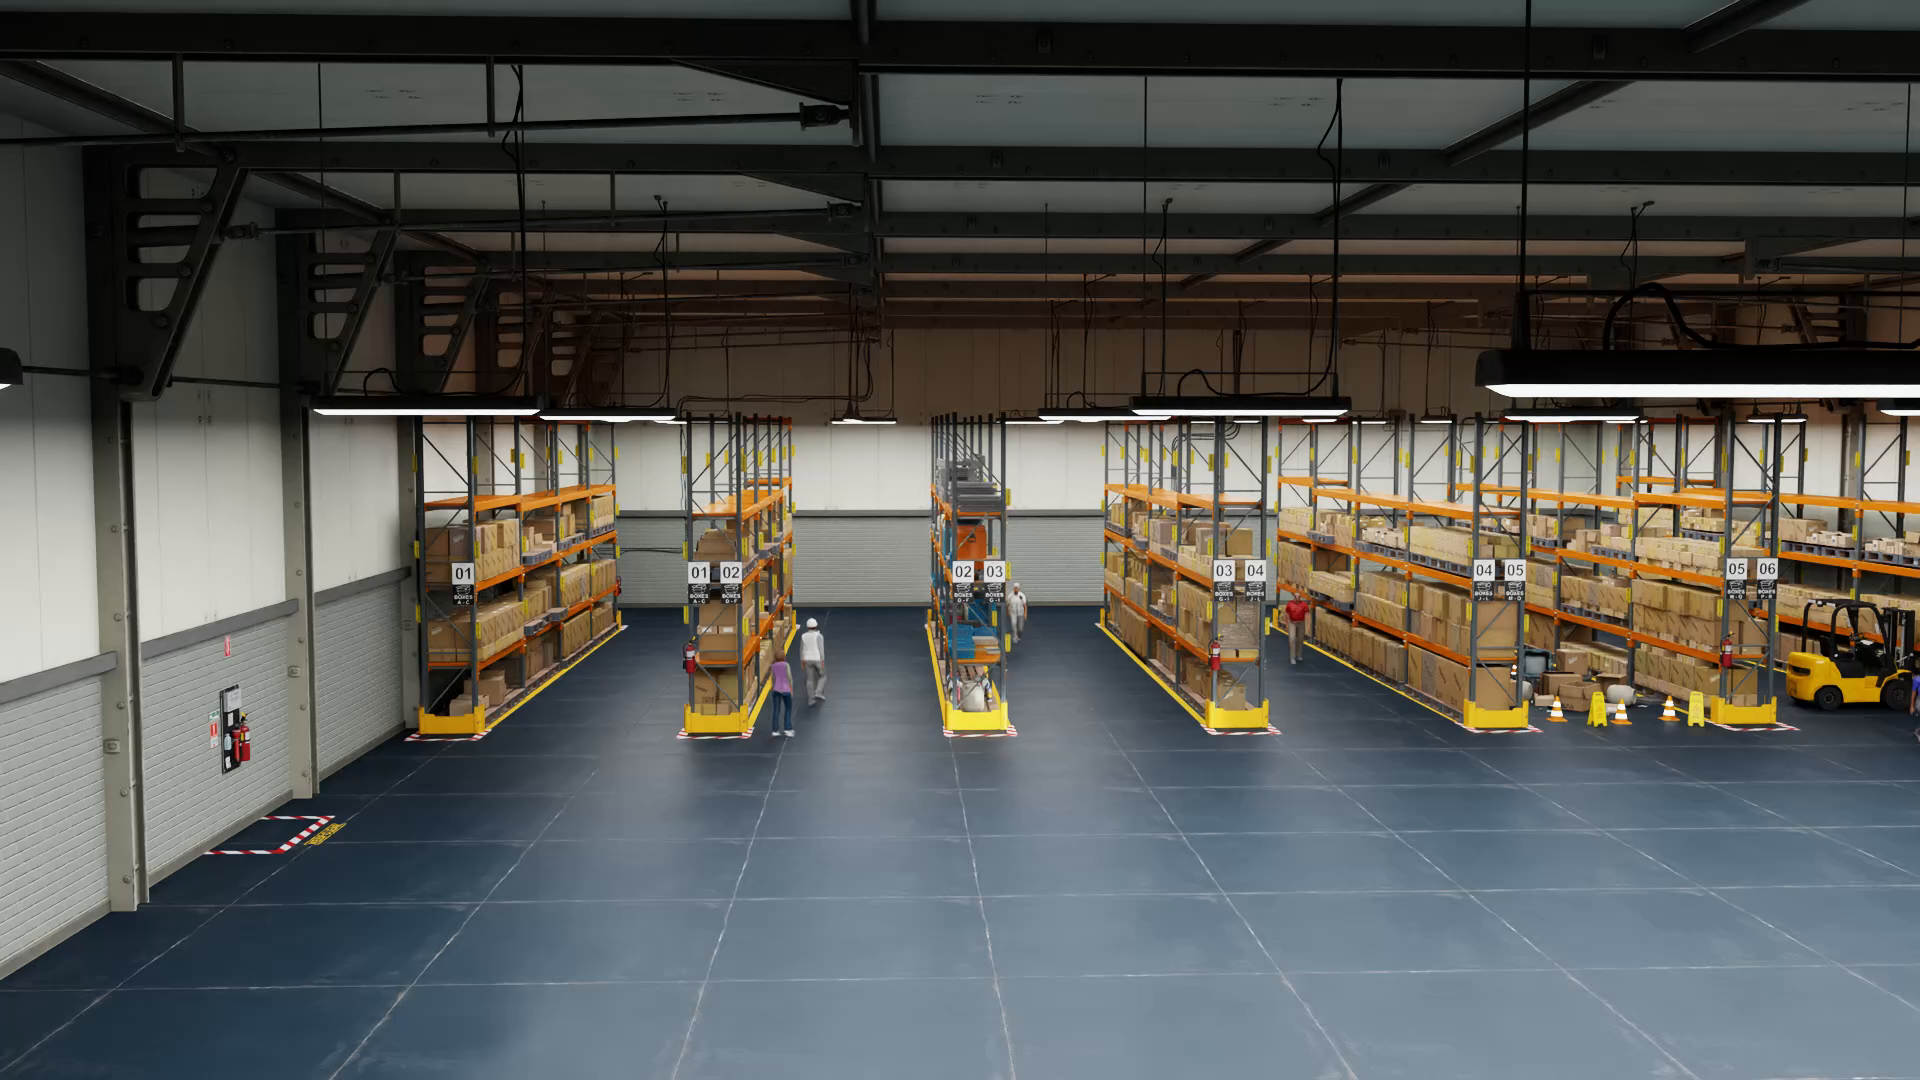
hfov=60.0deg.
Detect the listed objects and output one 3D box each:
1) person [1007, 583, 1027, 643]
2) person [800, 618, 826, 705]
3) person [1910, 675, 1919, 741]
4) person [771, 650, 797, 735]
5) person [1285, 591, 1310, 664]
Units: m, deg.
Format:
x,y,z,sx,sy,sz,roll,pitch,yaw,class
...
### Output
x,y,z,sx,sy,sz,roll,pitch,yaw,class
1.443,1.843,42.069,0.499,1.513,1.036,0,4,-5,person
-3.036,2.494,34.327,0.570,1.761,0.464,1,4,11,person
17.247,2.924,29.653,0.434,1.531,0.948,0,4,3,person
-3.317,2.847,30.775,0.447,1.628,0.585,1,4,19,person
8.224,2.112,40.470,0.586,1.740,0.702,0,4,7,person
